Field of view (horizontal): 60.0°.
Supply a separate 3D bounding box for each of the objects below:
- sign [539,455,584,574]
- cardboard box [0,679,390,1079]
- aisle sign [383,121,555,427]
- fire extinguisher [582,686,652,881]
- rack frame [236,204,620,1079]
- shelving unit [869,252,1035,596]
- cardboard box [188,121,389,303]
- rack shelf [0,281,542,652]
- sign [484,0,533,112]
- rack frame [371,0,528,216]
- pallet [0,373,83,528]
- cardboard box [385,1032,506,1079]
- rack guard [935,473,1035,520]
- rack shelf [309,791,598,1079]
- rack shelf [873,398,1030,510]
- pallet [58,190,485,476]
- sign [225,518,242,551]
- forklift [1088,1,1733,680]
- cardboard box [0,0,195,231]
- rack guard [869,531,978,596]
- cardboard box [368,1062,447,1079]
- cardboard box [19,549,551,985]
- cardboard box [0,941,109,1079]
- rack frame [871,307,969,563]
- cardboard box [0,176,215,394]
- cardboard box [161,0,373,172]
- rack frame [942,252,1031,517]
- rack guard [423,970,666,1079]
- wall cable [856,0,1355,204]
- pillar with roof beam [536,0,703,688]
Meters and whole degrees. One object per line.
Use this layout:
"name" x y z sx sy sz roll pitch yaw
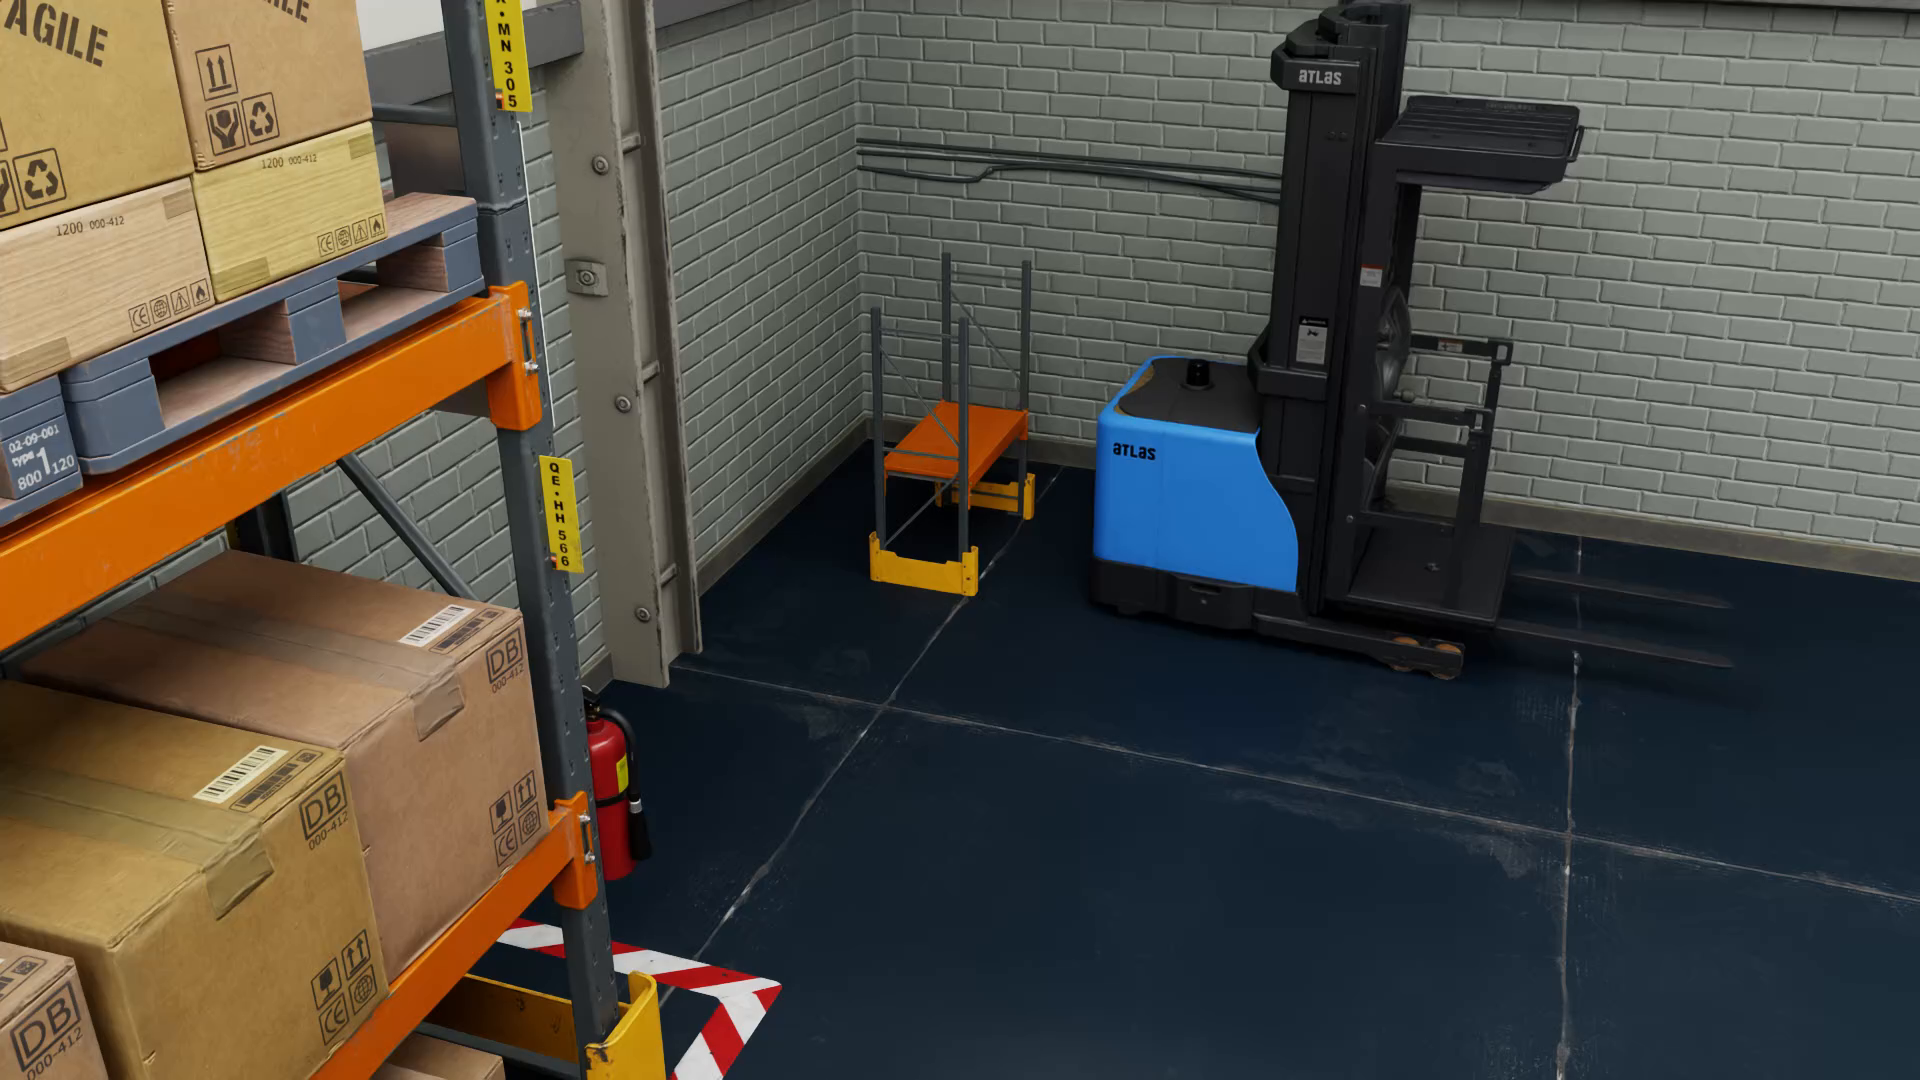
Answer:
"sign" -1.043 -0.065 4.341 0.100 0.325 0.005 9 27 17
"cardboard box" -1.942 0.855 3.697 0.980 0.700 0.700 9 27 17
"aisle sign" -1.243 -0.678 4.224 0.394 0.787 0.004 9 27 17
"fire extinguisher" -1.065 0.686 4.907 0.296 0.674 0.183 9 27 17
"rack frame" -1.550 0.479 4.819 1.000 3.000 0.127 9 27 17
"shelving unit" -0.025 -0.644 8.858 0.587 1.500 1.083 9 27 17
"cardboard box" -1.544 -0.699 3.384 0.500 0.250 0.500 10 27 19
"rack shelf" -2.216 0.274 2.625 1.077 0.370 4.000 9 27 17
"sign" -1.043 -1.150 3.816 0.100 0.325 0.005 9 27 17
"rack frame" -1.550 -2.222 3.512 1.000 3.000 0.127 9 27 17
"pallet" -2.191 -0.022 2.513 1.003 0.211 1.213 9 27 17
"cardboard box" -1.689 1.717 4.649 0.700 0.500 0.500 9 27 17
"rack guard" 0.140 -0.286 9.554 0.587 0.250 0.087 9 27 17
"rack shelf" -2.216 1.624 3.279 1.077 0.370 4.000 9 27 17
"rack shelf" -0.028 -0.478 8.929 0.538 0.185 1.000 9 27 17
"pallet" -1.787 -0.525 3.552 1.003 0.211 1.213 9 27 17
"sign" -2.071 -0.030 4.785 0.100 0.325 0.005 9 27 17
"forklift" 2.224 -0.920 7.787 3.031 2.935 1.130 10 28 19
"cardboard box" -1.713 -0.831 2.797 0.500 0.500 0.500 10 27 19
"rack guard" -0.191 0.123 8.708 0.587 0.250 0.087 9 27 17
"cardboard box" -1.560 1.504 4.344 0.380 0.149 0.250 8 27 17
"cardboard box" -1.710 0.555 4.318 0.980 0.700 0.700 10 28 20
"cardboard box" -2.204 1.167 3.053 0.980 0.700 0.700 7 27 15
"rack frame" -0.198 -0.431 8.419 0.500 1.500 0.032 9 27 17
"cardboard box" -1.716 -0.485 2.942 0.500 0.250 0.500 8 27 15
"cardboard box" -1.536 -1.035 3.219 0.500 0.500 0.500 9 27 17
"rack frame" 0.141 -0.849 9.282 0.500 1.500 0.032 9 27 17
"rack guard" -1.542 1.594 5.385 1.175 0.500 0.348 9 27 17
"wall cable" 0.669 -3.096 8.882 3.097 2.526 0.112 9 27 17
"pillar with roof beam" 2.592 -2.832 4.773 9.100 9.000 0.400 9 27 17
